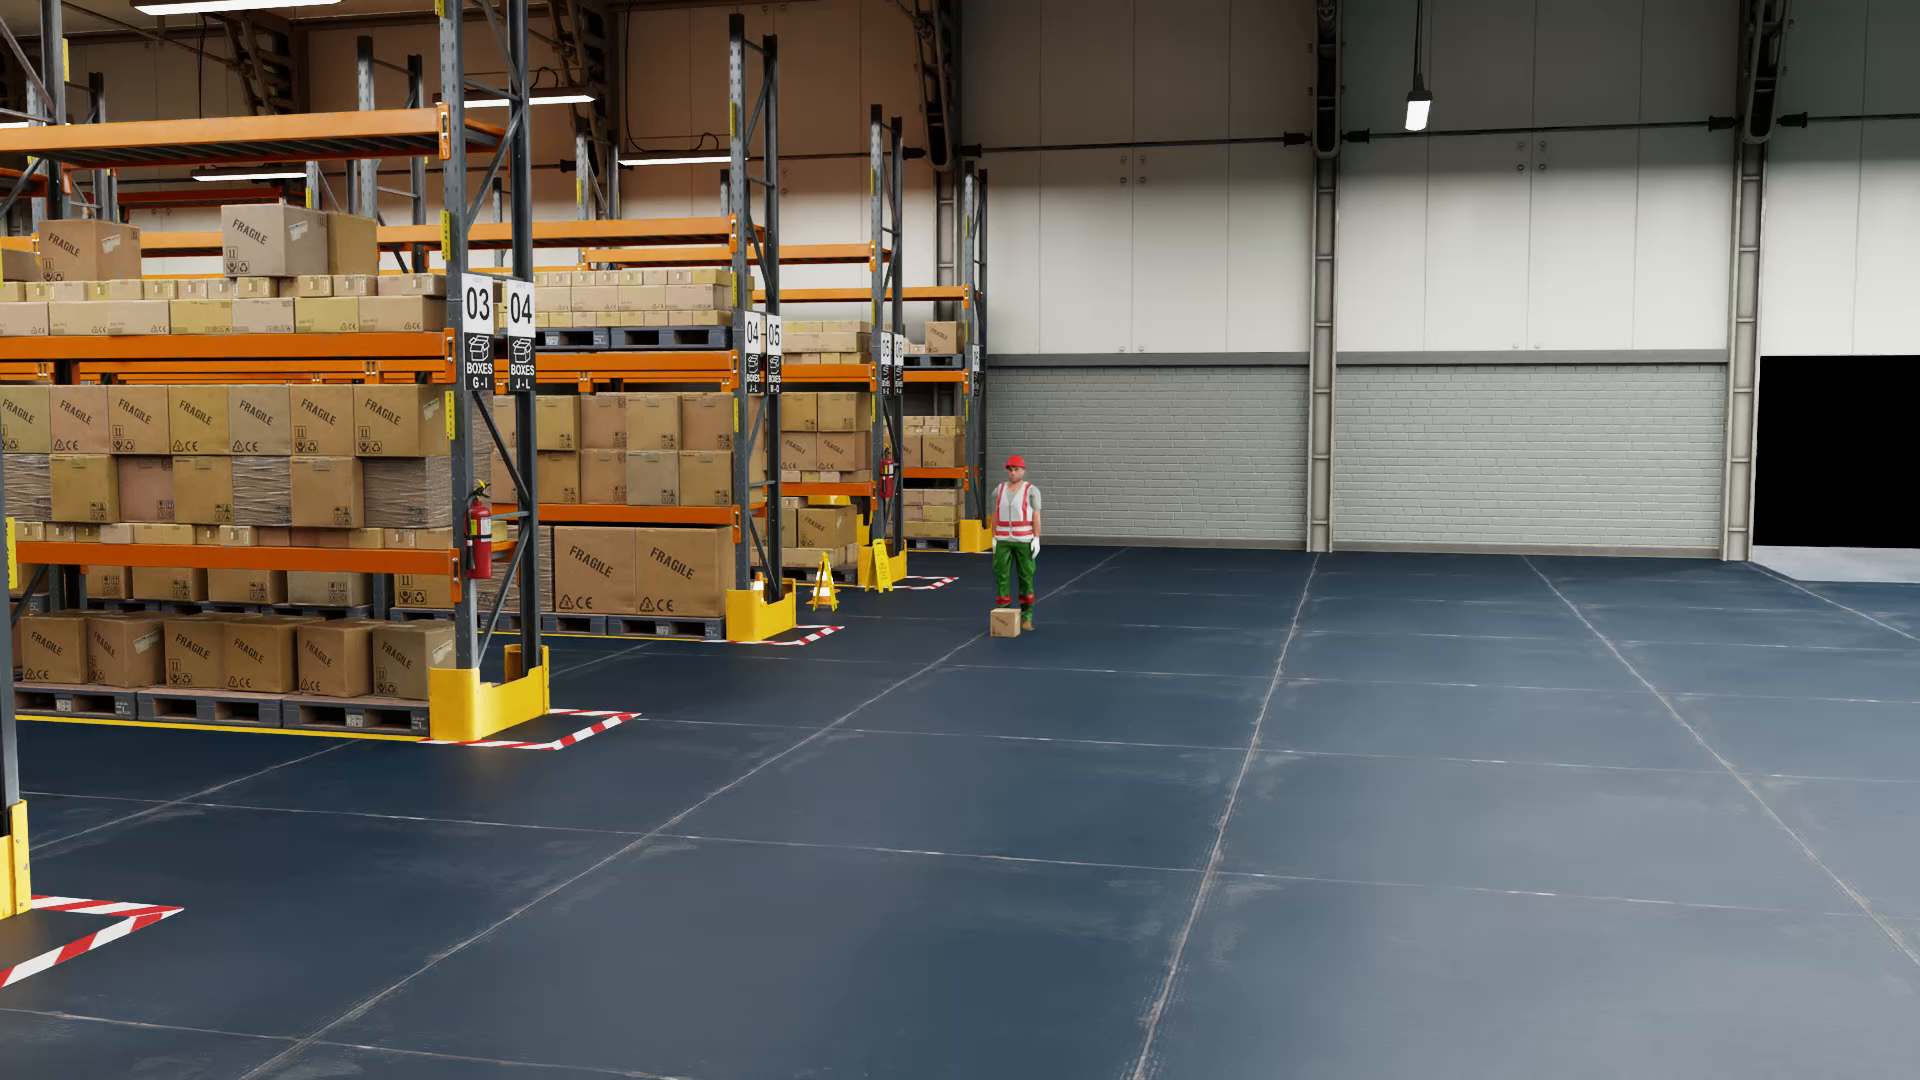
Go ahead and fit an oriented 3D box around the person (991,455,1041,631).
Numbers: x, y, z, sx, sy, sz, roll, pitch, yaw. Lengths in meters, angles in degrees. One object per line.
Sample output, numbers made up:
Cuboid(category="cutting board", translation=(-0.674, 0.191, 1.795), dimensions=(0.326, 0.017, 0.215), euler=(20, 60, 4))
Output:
Cuboid(category="person", translation=(0.562, 0.038, 17.024), dimensions=(0.526, 1.813, 0.367), euler=(1, 5, 15))
